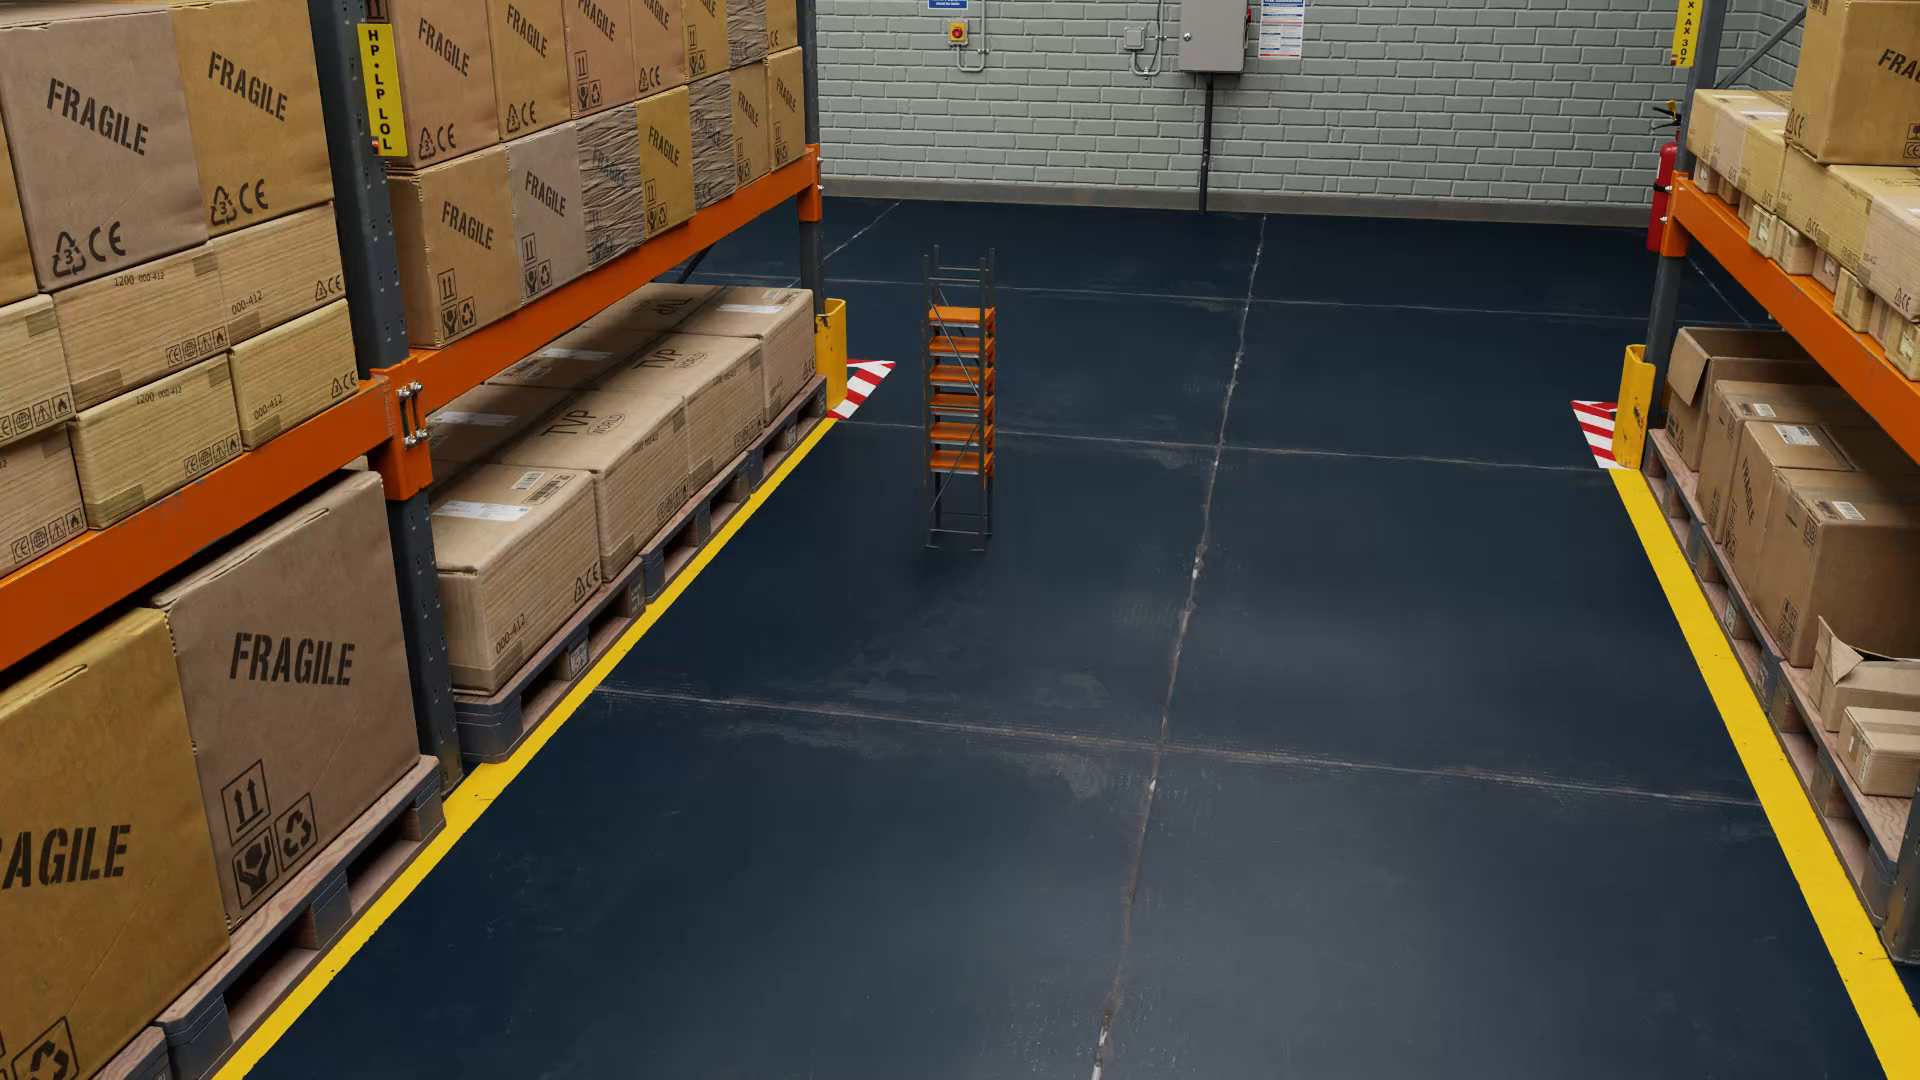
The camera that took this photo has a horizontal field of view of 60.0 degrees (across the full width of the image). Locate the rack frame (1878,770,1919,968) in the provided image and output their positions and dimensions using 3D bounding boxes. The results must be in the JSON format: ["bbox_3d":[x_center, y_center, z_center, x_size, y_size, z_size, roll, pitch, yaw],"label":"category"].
[{"bbox_3d":[2.853,-0.304,3.594,1.000,3.000,0.127,4,22,11],"label":"rack frame"}]

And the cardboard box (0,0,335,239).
[{"bbox_3d":[-1.852,-1.009,3.871,0.500,0.500,0.500,5,23,13],"label":"cardboard box"}]

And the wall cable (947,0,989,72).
[{"bbox_3d":[-0.063,-4.694,13.092,0.585,1.953,0.123,4,22,11],"label":"wall cable"}]

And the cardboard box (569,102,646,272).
[{"bbox_3d":[-1.440,-1.244,5.795,0.500,0.500,0.500,5,22,11],"label":"cardboard box"}]

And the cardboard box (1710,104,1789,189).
[{"bbox_3d":[3.210,-1.506,6.380,0.500,0.250,0.500,5,22,11],"label":"cardboard box"}]

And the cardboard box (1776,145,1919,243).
[{"bbox_3d":[3.027,-1.131,5.450,0.500,0.250,0.500,4,22,10],"label":"cardboard box"}]

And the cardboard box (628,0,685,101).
[{"bbox_3d":[-1.342,-1.902,6.089,0.500,0.500,0.500,4,22,11],"label":"cardboard box"}]

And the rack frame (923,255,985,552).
[{"bbox_3d":[-0.022,-0.518,6.533,0.240,1.200,0.006,4,22,11],"label":"rack frame"}]

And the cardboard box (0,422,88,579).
[{"bbox_3d":[-2.078,-0.059,3.186,0.500,0.250,0.500,4,22,9],"label":"cardboard box"}]

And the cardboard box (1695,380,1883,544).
[{"bbox_3d":[3.239,-0.276,6.308,0.700,0.500,0.500,5,23,13],"label":"cardboard box"}]

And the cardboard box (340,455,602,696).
[{"bbox_3d":[-1.774,0.091,5.480,0.875,0.438,0.875,4,22,10],"label":"cardboard box"}]

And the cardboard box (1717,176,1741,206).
[{"bbox_3d":[3.327,-1.455,6.787,0.380,0.149,0.250,5,22,12],"label":"cardboard box"}]

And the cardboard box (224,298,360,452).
[{"bbox_3d":[-1.852,-0.428,4.103,0.500,0.250,0.500,4,22,10],"label":"cardboard box"}]

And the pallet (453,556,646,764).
[{"bbox_3d":[-1.775,0.340,5.727,1.003,0.211,1.213,4,22,11],"label":"pallet"}]

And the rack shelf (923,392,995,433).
[{"bbox_3d":[-0.003,-0.510,6.633,0.258,0.103,0.180,4,22,11],"label":"rack shelf"}]

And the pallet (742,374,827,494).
[{"bbox_3d":[-1.277,-0.552,7.942,1.003,0.211,1.213,4,22,11],"label":"pallet"}]

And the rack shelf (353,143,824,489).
[{"bbox_3d":[-1.599,-1.079,6.481,1.077,0.370,4.000,4,22,11],"label":"rack shelf"}]

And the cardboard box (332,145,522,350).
[{"bbox_3d":[-1.655,-0.879,4.888,0.500,0.500,0.500,5,23,13],"label":"cardboard box"}]

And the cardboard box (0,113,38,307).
[{"bbox_3d":[-2.073,-0.635,2.943,0.500,0.500,0.500,5,23,13],"label":"cardboard box"}]

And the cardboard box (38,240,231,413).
[{"bbox_3d":[-1.954,-0.480,3.563,0.500,0.250,0.500,5,22,12],"label":"cardboard box"}]

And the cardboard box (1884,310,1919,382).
[{"bbox_3d":[2.732,-0.517,4.459,0.380,0.149,0.250,5,22,12],"label":"cardboard box"}]

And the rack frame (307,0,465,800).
[{"bbox_3d":[-2.007,-0.681,4.530,1.000,3.000,0.127,4,22,11],"label":"rack frame"}]

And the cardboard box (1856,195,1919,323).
[{"bbox_3d":[2.806,-0.762,4.533,0.500,0.250,0.500,5,22,11],"label":"cardboard box"}]

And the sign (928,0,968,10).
[{"bbox_3d":[-0.098,-4.360,13.301,0.327,0.218,0.001,4,22,11],"label":"sign"}]

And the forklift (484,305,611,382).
[{"bbox_3d":[-3.145,-2.144,8.254,1.130,2.935,3.031,15,27,34],"label":"forklift"}]

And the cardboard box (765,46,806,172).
[{"bbox_3d":[-1.030,-1.994,7.656,0.500,0.500,0.500,5,22,11],"label":"cardboard box"}]

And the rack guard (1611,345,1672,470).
[{"bbox_3d":[3.654,-0.580,7.624,1.175,0.500,0.348,4,22,11],"label":"rack guard"}]

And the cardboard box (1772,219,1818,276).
[{"bbox_3d":[2.988,-0.986,5.623,0.380,0.149,0.250,5,22,12],"label":"cardboard box"}]

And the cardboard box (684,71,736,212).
[{"bbox_3d":[-1.242,-1.623,6.734,0.500,0.500,0.500,5,22,12],"label":"cardboard box"}]

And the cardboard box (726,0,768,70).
[{"bbox_3d":[-1.134,-2.267,6.994,0.500,0.500,0.500,5,22,11],"label":"cardboard box"}]

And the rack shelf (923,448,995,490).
[{"bbox_3d":[-0.003,-0.287,6.723,0.258,0.103,0.180,4,22,11],"label":"rack shelf"}]

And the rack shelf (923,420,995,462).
[{"bbox_3d":[-0.003,-0.399,6.678,0.258,0.103,0.180,4,22,11],"label":"rack shelf"}]

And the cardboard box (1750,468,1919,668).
[{"bbox_3d":[3.027,0.103,5.366,0.700,0.500,0.500,4,22,9],"label":"cardboard box"}]

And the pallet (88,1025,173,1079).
[{"bbox_3d":[-2.337,1.348,3.225,1.003,0.211,1.213,4,22,11],"label":"pallet"}]

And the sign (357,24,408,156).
[{"bbox_3d":[-1.474,-1.144,4.235,0.100,0.325,0.005,4,22,11],"label":"sign"}]

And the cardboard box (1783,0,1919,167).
[{"bbox_3d":[3.007,-1.489,5.335,0.500,0.500,0.500,5,22,12],"label":"cardboard box"}]

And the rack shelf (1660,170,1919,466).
[{"bbox_3d":[3.261,-0.702,5.544,1.077,0.370,4.000,4,22,11],"label":"rack shelf"}]

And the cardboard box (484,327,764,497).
[{"bbox_3d":[-1.406,-0.566,7.112,0.875,0.438,0.875,5,22,12],"label":"cardboard box"}]

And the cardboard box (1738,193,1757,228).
[{"bbox_3d":[3.196,-1.268,6.324,0.380,0.149,0.250,5,23,13],"label":"cardboard box"}]

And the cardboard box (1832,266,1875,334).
[{"bbox_3d":[2.837,-0.707,4.930,0.380,0.149,0.250,4,22,10],"label":"cardboard box"}]

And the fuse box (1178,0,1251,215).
[{"bbox_3d":[1.964,-3.397,12.998,0.539,1.711,0.414,4,22,11],"label":"fuse box"}]

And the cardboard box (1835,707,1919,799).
[{"bbox_3d":[2.679,0.597,4.610,0.380,0.149,0.250,4,22,9],"label":"cardboard box"}]

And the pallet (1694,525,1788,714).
[{"bbox_3d":[3.241,0.291,5.850,1.003,0.211,1.213,4,22,11],"label":"pallet"}]

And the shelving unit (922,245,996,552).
[{"bbox_3d":[-0.003,-0.551,6.616,0.258,1.200,0.189,4,22,11],"label":"shelving unit"}]

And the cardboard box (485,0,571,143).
[{"bbox_3d":[-1.563,-1.531,5.169,0.500,0.500,0.500,4,22,10],"label":"cardboard box"}]

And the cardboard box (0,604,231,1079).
[{"bbox_3d":[-2.232,0.673,3.449,0.875,0.875,0.875,5,22,12],"label":"cardboard box"}]
